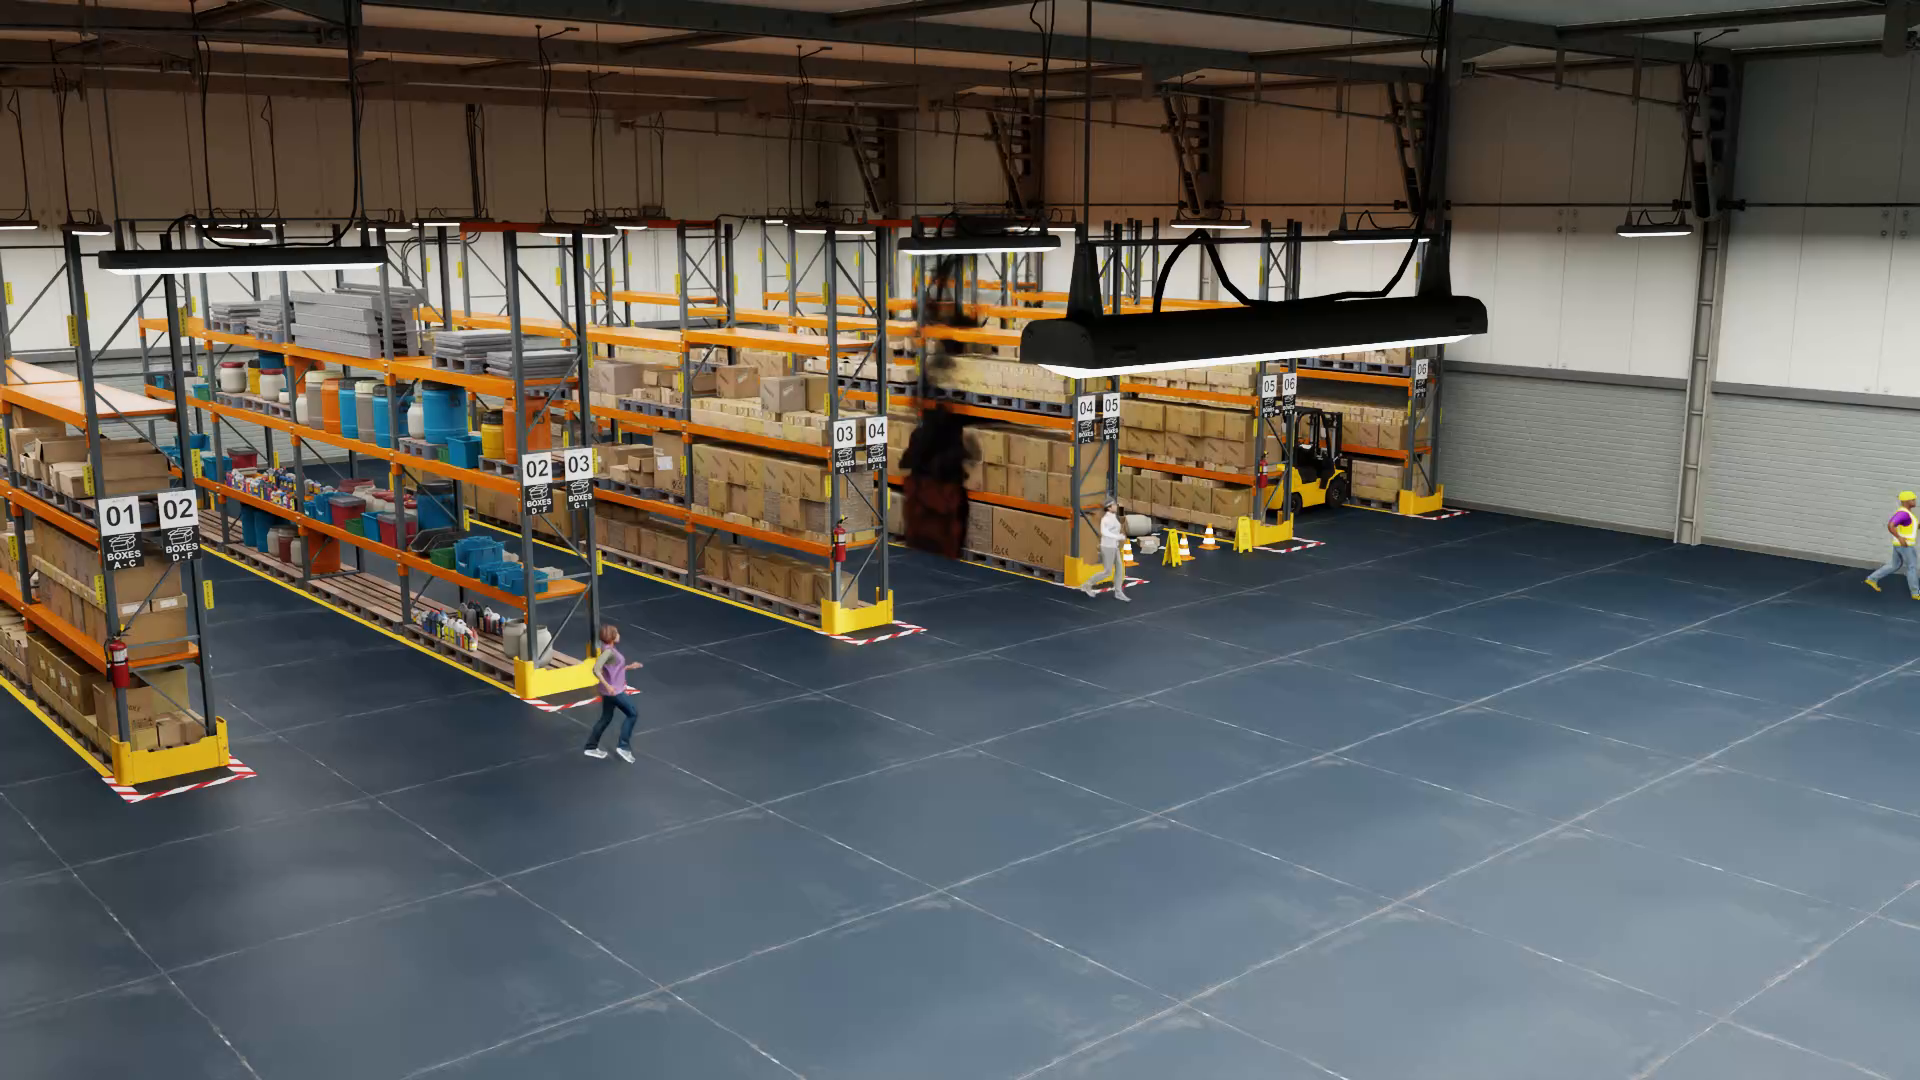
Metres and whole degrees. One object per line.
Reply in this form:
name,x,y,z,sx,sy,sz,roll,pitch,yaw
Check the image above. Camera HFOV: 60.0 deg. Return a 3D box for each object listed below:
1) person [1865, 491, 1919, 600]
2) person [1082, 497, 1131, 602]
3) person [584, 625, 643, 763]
person,15.271,0.072,26.905,0.989,1.754,0.700,5,12,24
person,2.404,0.143,26.926,0.807,1.705,0.643,3,12,16
person,-3.977,1.773,19.051,0.705,1.641,0.507,-5,12,-22
